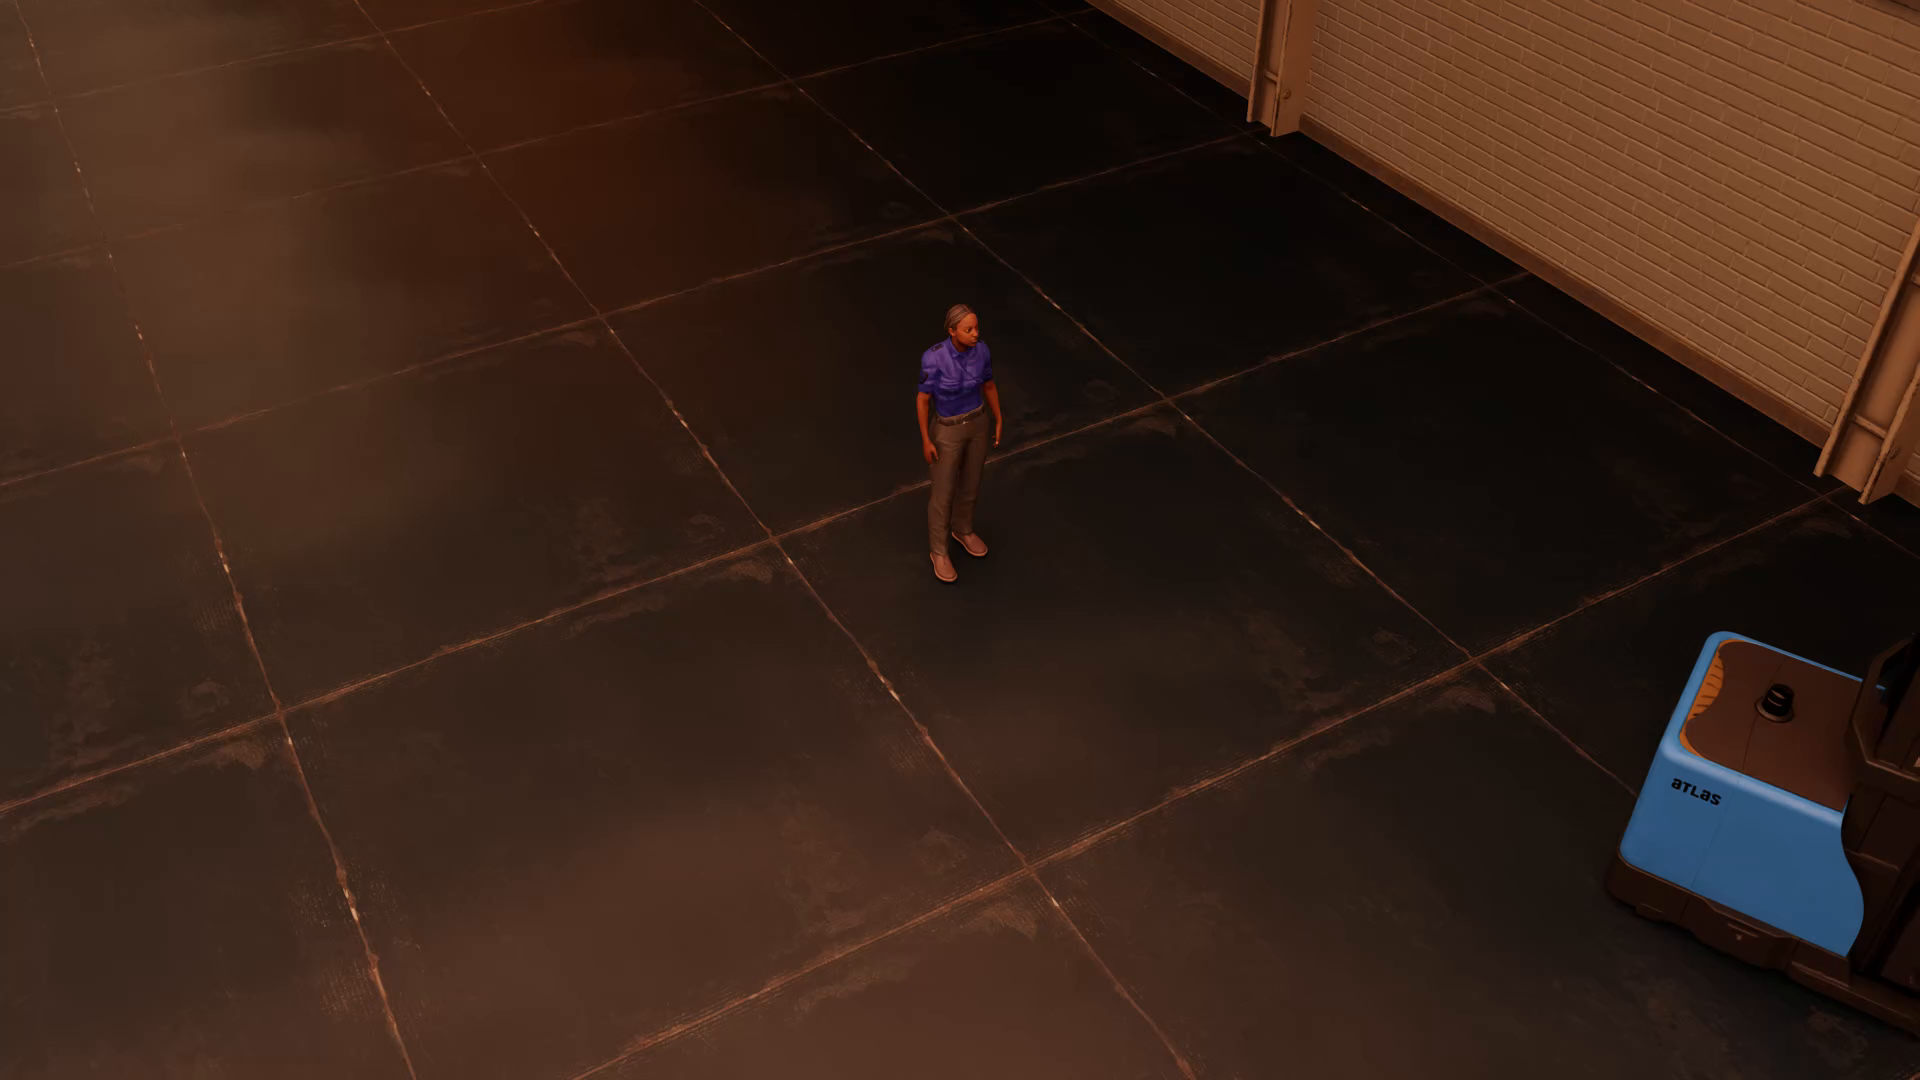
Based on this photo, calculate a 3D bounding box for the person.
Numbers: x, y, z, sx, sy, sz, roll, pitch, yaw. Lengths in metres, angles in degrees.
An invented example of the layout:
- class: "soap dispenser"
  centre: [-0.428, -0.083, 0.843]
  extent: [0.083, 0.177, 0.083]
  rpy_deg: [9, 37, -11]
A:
- class: "person"
  centre: [0.026, -0.583, 9.737]
  extent: [0.569, 1.643, 0.504]
  rpy_deg: [-20, 44, -23]

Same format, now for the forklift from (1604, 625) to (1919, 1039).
- class: "forklift"
  centre: [4.684, 0.895, 6.958]
  extent: [3.031, 2.935, 1.130]
  rpy_deg: [23, 45, 25]
